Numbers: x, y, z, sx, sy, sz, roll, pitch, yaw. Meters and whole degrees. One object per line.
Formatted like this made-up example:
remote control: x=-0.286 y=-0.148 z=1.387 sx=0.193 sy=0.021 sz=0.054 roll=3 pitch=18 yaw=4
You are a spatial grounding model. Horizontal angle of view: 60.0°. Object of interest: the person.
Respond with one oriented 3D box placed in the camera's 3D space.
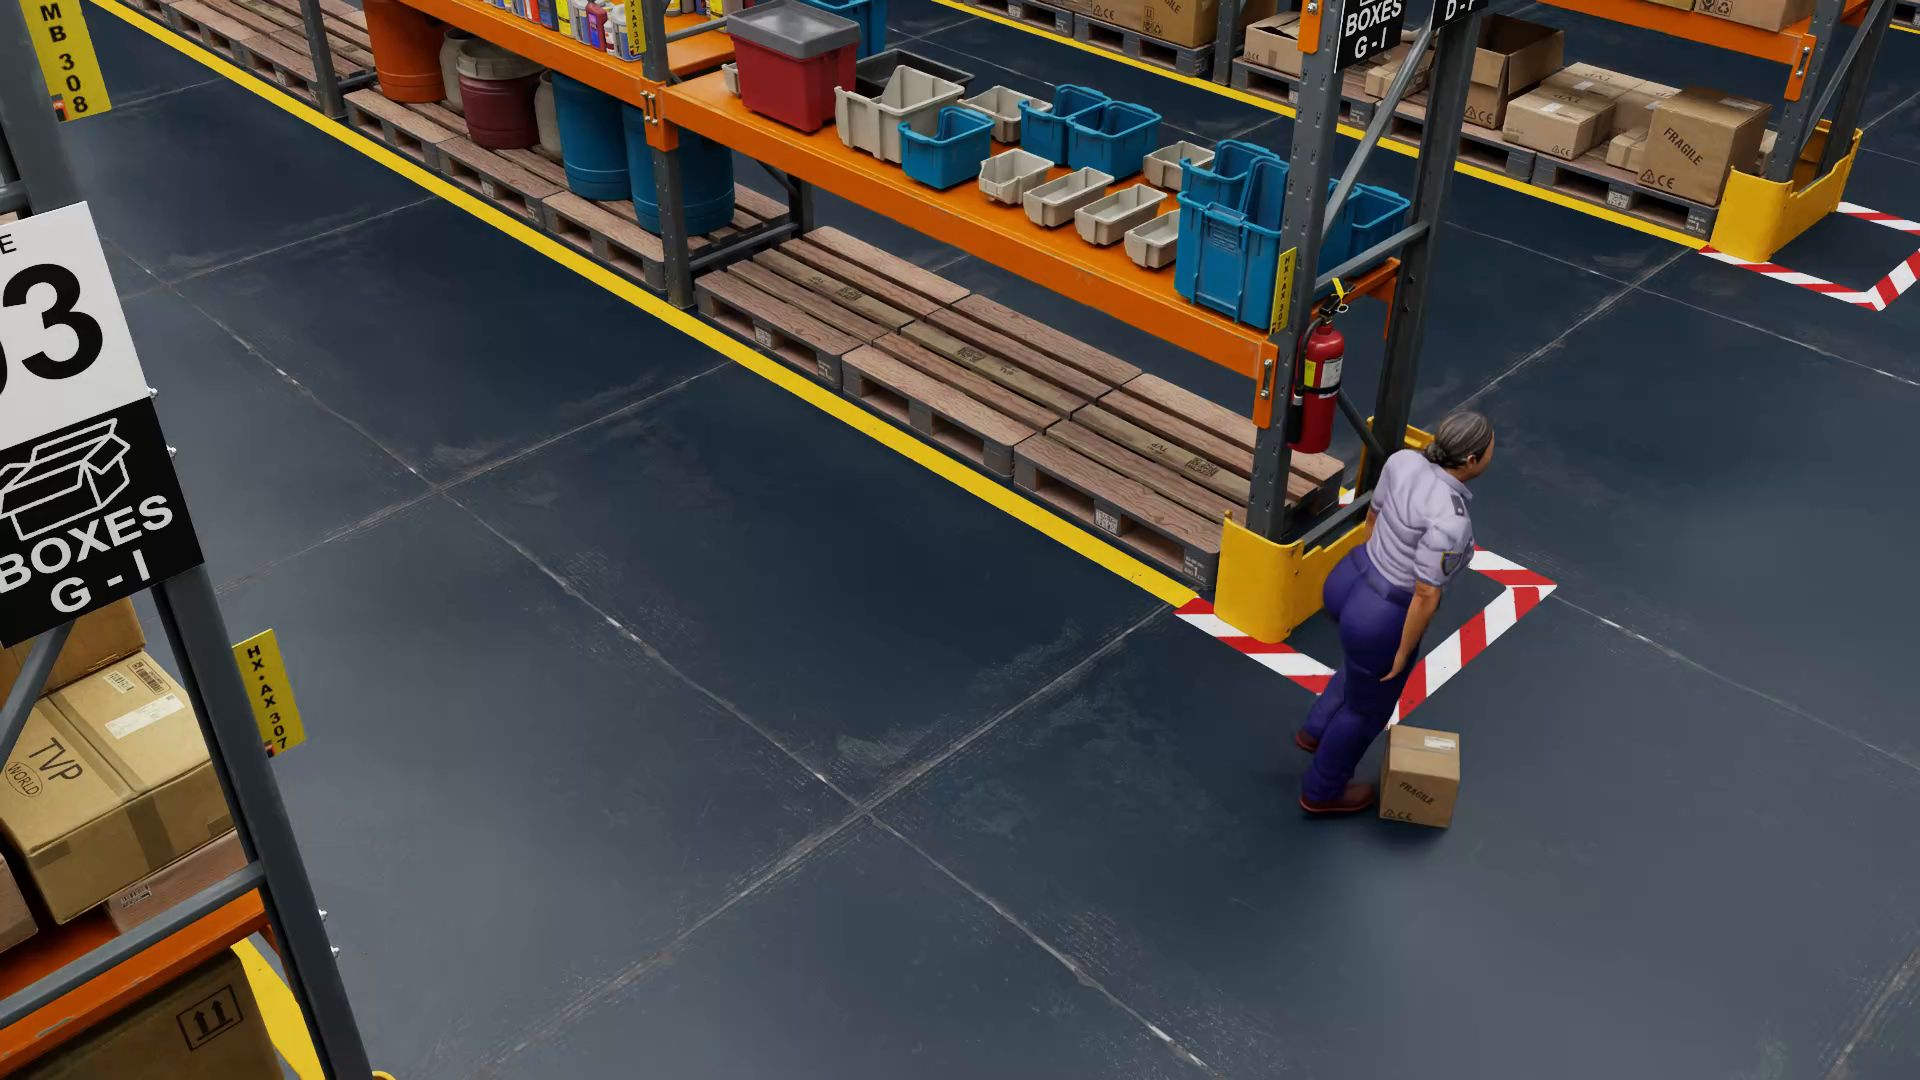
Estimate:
person: x=1.489 y=0.268 z=5.793 sx=0.521 sy=1.603 sz=0.504 roll=-7 pitch=36 yaw=-10
